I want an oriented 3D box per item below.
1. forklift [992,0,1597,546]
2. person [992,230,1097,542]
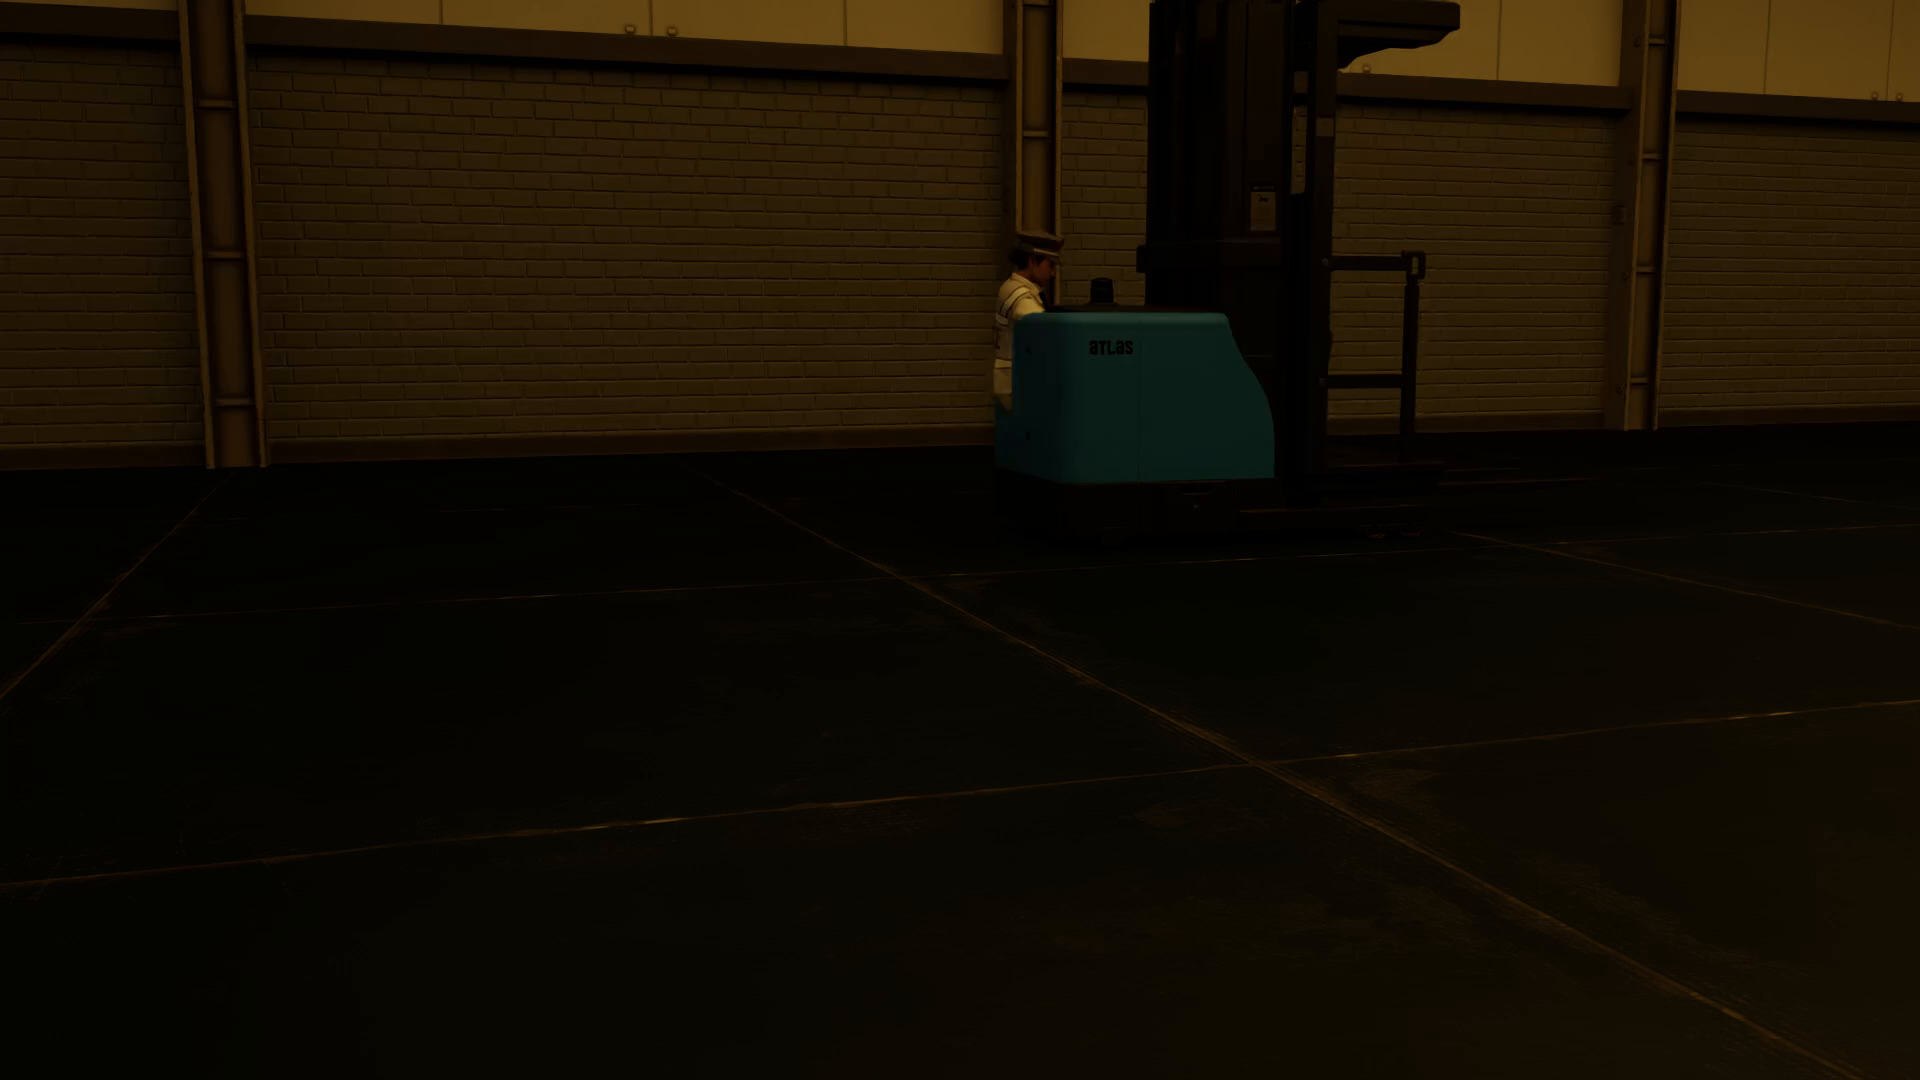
[{"bbox_3d":[1.735,-1.519,8.220,3.031,2.935,1.130,-3,8,-18],"label":"forklift"},{"bbox_3d":[0.508,-0.773,8.141,0.711,1.463,0.857,0,8,1],"label":"person"}]
